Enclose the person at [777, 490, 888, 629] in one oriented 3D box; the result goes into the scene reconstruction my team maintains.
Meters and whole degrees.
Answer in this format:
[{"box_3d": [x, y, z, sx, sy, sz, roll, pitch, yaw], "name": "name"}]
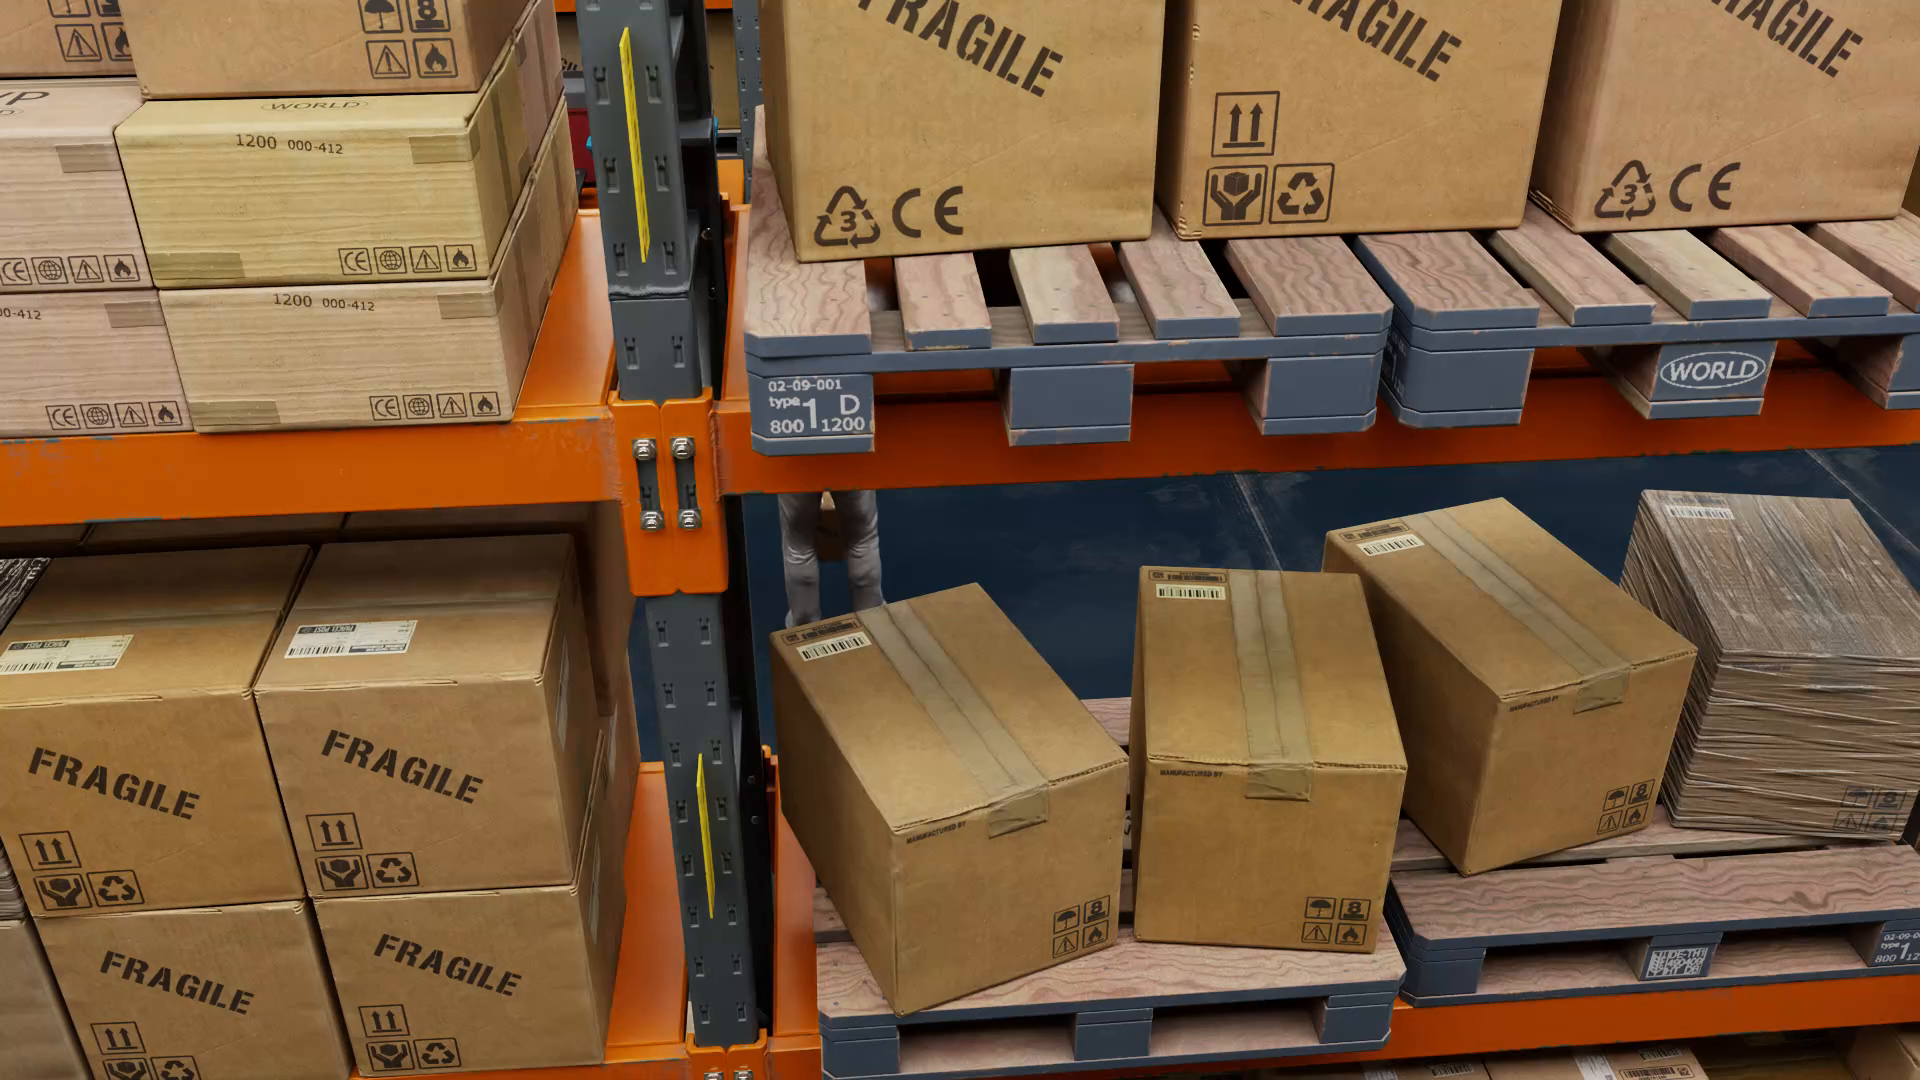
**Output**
[{"box_3d": [-0.552, -0.343, 6.684, 0.594, 1.764, 0.435, -4, 31, -6], "name": "person"}]
